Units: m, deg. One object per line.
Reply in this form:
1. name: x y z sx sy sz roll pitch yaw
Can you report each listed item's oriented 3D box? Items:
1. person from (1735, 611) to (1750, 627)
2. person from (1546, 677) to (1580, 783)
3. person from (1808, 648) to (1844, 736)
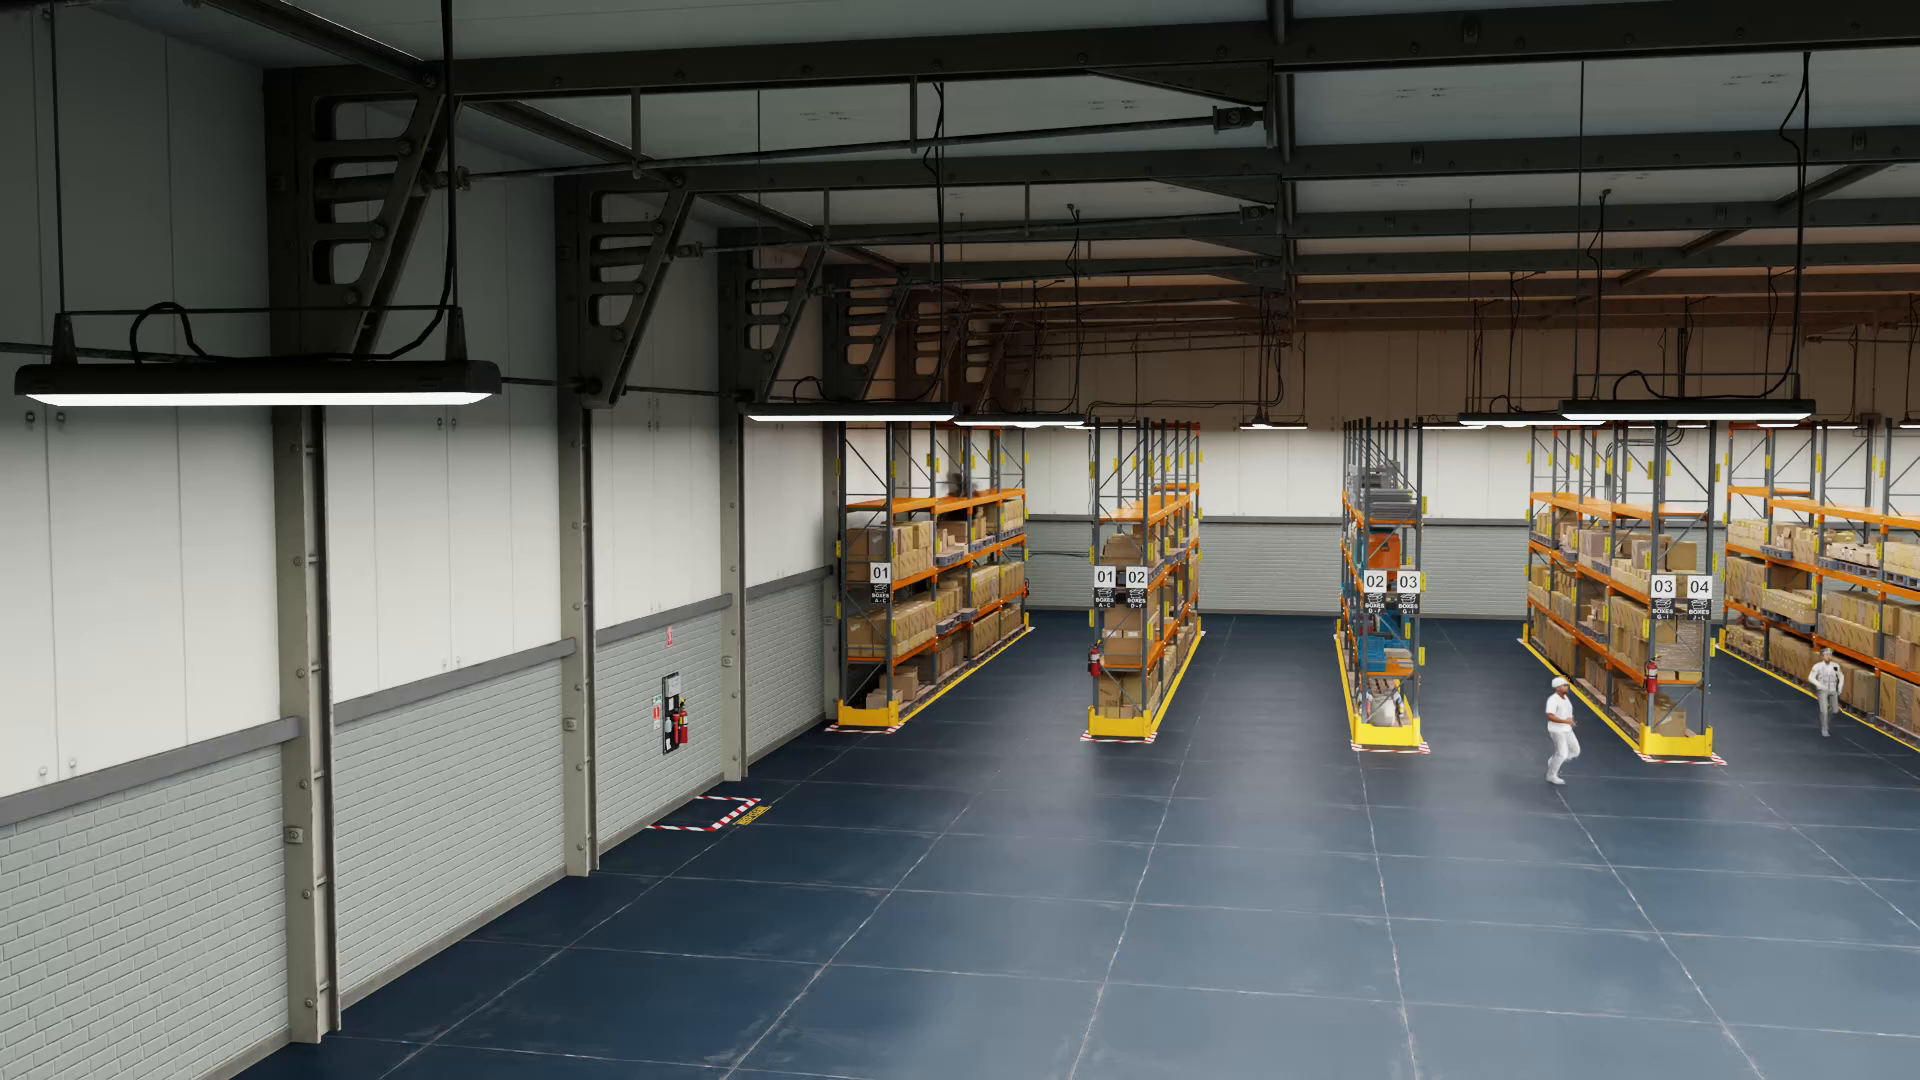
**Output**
1. person: 21.230 1.976 45.007 0.662 1.702 0.557 0 4 -1
2. person: 9.805 3.095 27.052 0.558 1.730 0.756 4 5 44
3. person: 16.408 2.864 31.475 0.652 1.666 0.556 1 4 9
